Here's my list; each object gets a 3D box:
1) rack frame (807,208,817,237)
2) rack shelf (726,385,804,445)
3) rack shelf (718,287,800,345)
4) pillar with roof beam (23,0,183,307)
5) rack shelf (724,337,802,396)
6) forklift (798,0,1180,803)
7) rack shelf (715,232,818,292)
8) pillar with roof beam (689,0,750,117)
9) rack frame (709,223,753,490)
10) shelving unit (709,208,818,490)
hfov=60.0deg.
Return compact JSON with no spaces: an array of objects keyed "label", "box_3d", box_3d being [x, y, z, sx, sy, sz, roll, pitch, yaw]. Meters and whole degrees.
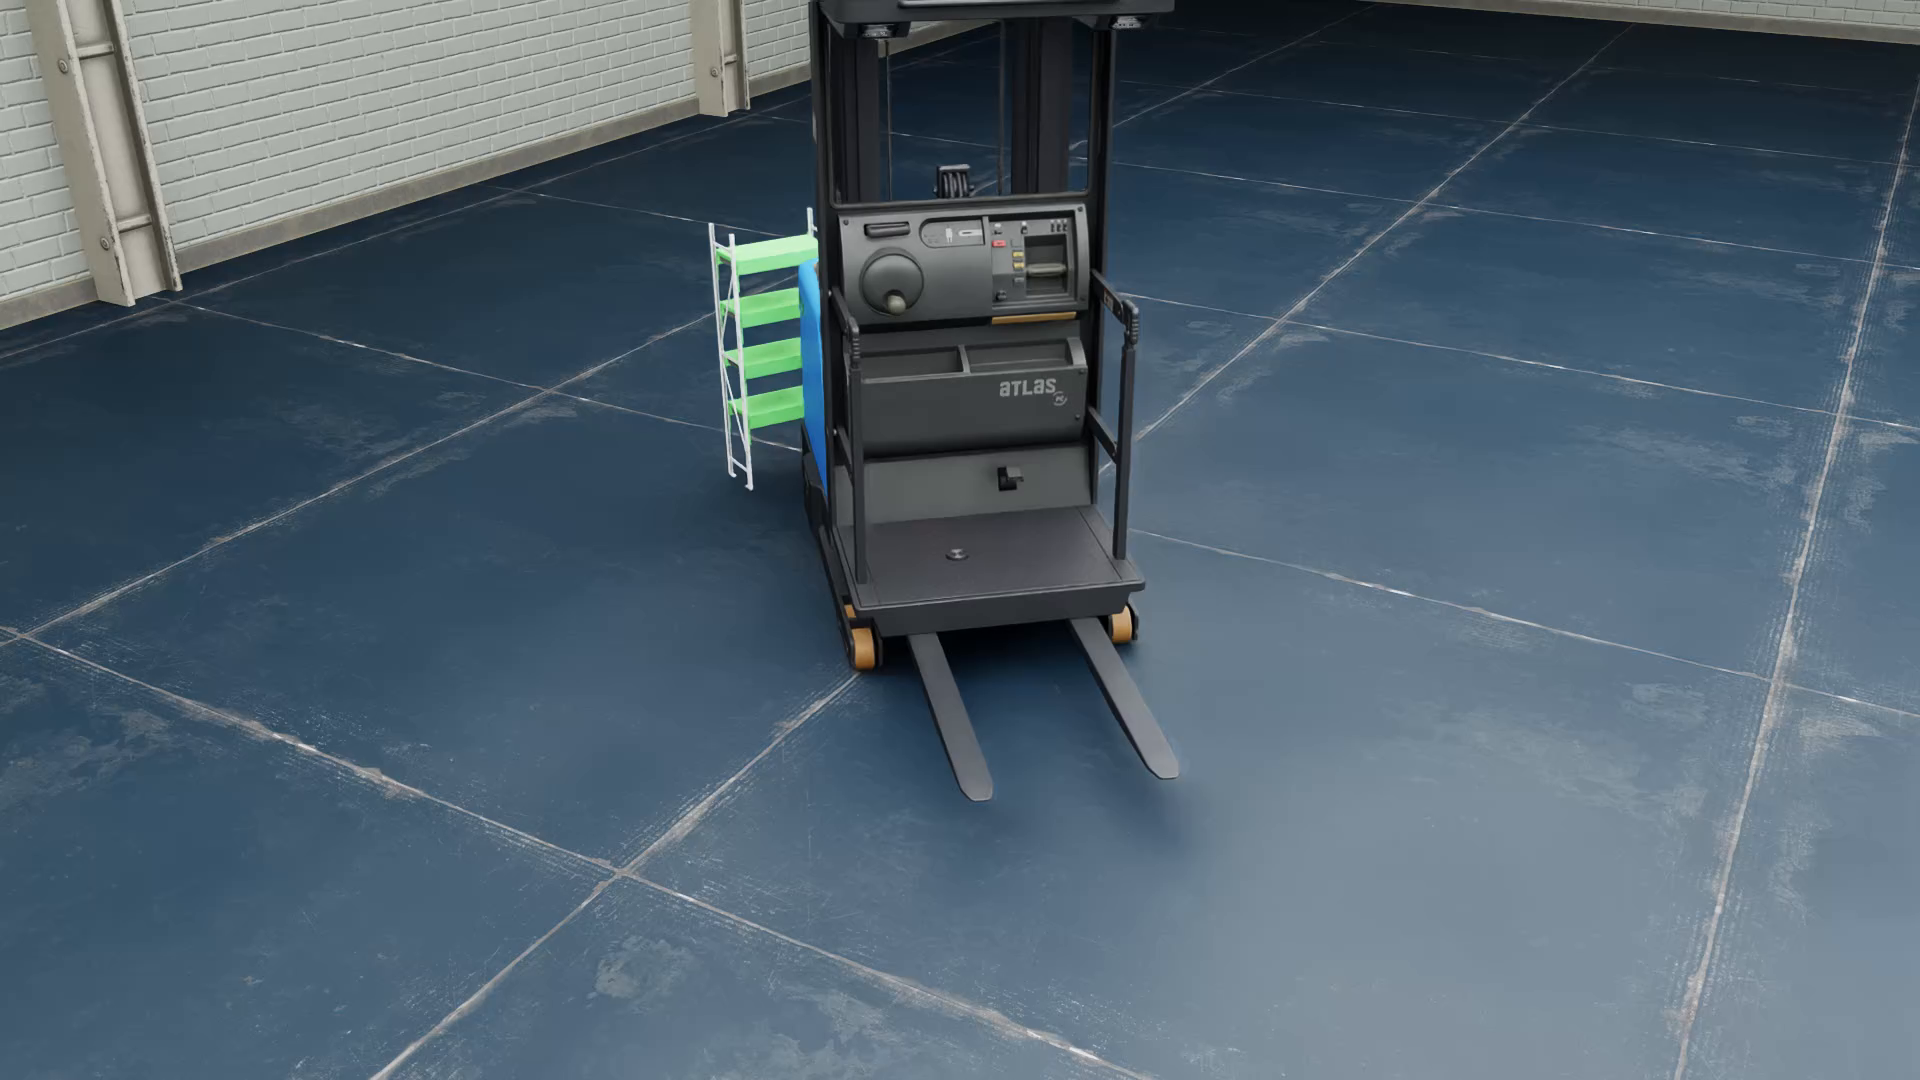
[{"label":"rack frame","box_3d":[-0.620,-0.932,7.762,0.015,1.200,0.240,-15,29,-28]},{"label":"rack shelf","box_3d":[-0.823,-0.600,7.776,0.480,0.148,0.258,-15,29,-28]},{"label":"rack shelf","box_3d":[-0.831,-1.035,7.574,0.480,0.148,0.258,-15,29,-28]},{"label":"pillar with roof beam","box_3d":[-1.329,-4.600,6.386,9.100,9.000,0.400,14,30,26]},{"label":"rack shelf","box_3d":[-0.827,-0.817,7.675,0.480,0.148,0.258,-15,29,-28]},{"label":"forklift","box_3d":[0.066,-0.997,5.968,1.130,2.935,3.031,-5,27,-10]},{"label":"rack shelf","box_3d":[-0.835,-1.252,7.473,0.480,0.148,0.258,-15,29,-28]},{"label":"pillar with roof beam","box_3d":[1.623,-6.938,11.058,9.100,9.000,0.400,14,30,26]},{"label":"rack frame","box_3d":[-1.036,-0.818,7.534,0.015,1.200,0.240,-15,29,-28]},{"label":"shelving unit","box_3d":[-0.828,-0.875,7.648,0.503,1.200,0.258,-15,29,-28]}]
